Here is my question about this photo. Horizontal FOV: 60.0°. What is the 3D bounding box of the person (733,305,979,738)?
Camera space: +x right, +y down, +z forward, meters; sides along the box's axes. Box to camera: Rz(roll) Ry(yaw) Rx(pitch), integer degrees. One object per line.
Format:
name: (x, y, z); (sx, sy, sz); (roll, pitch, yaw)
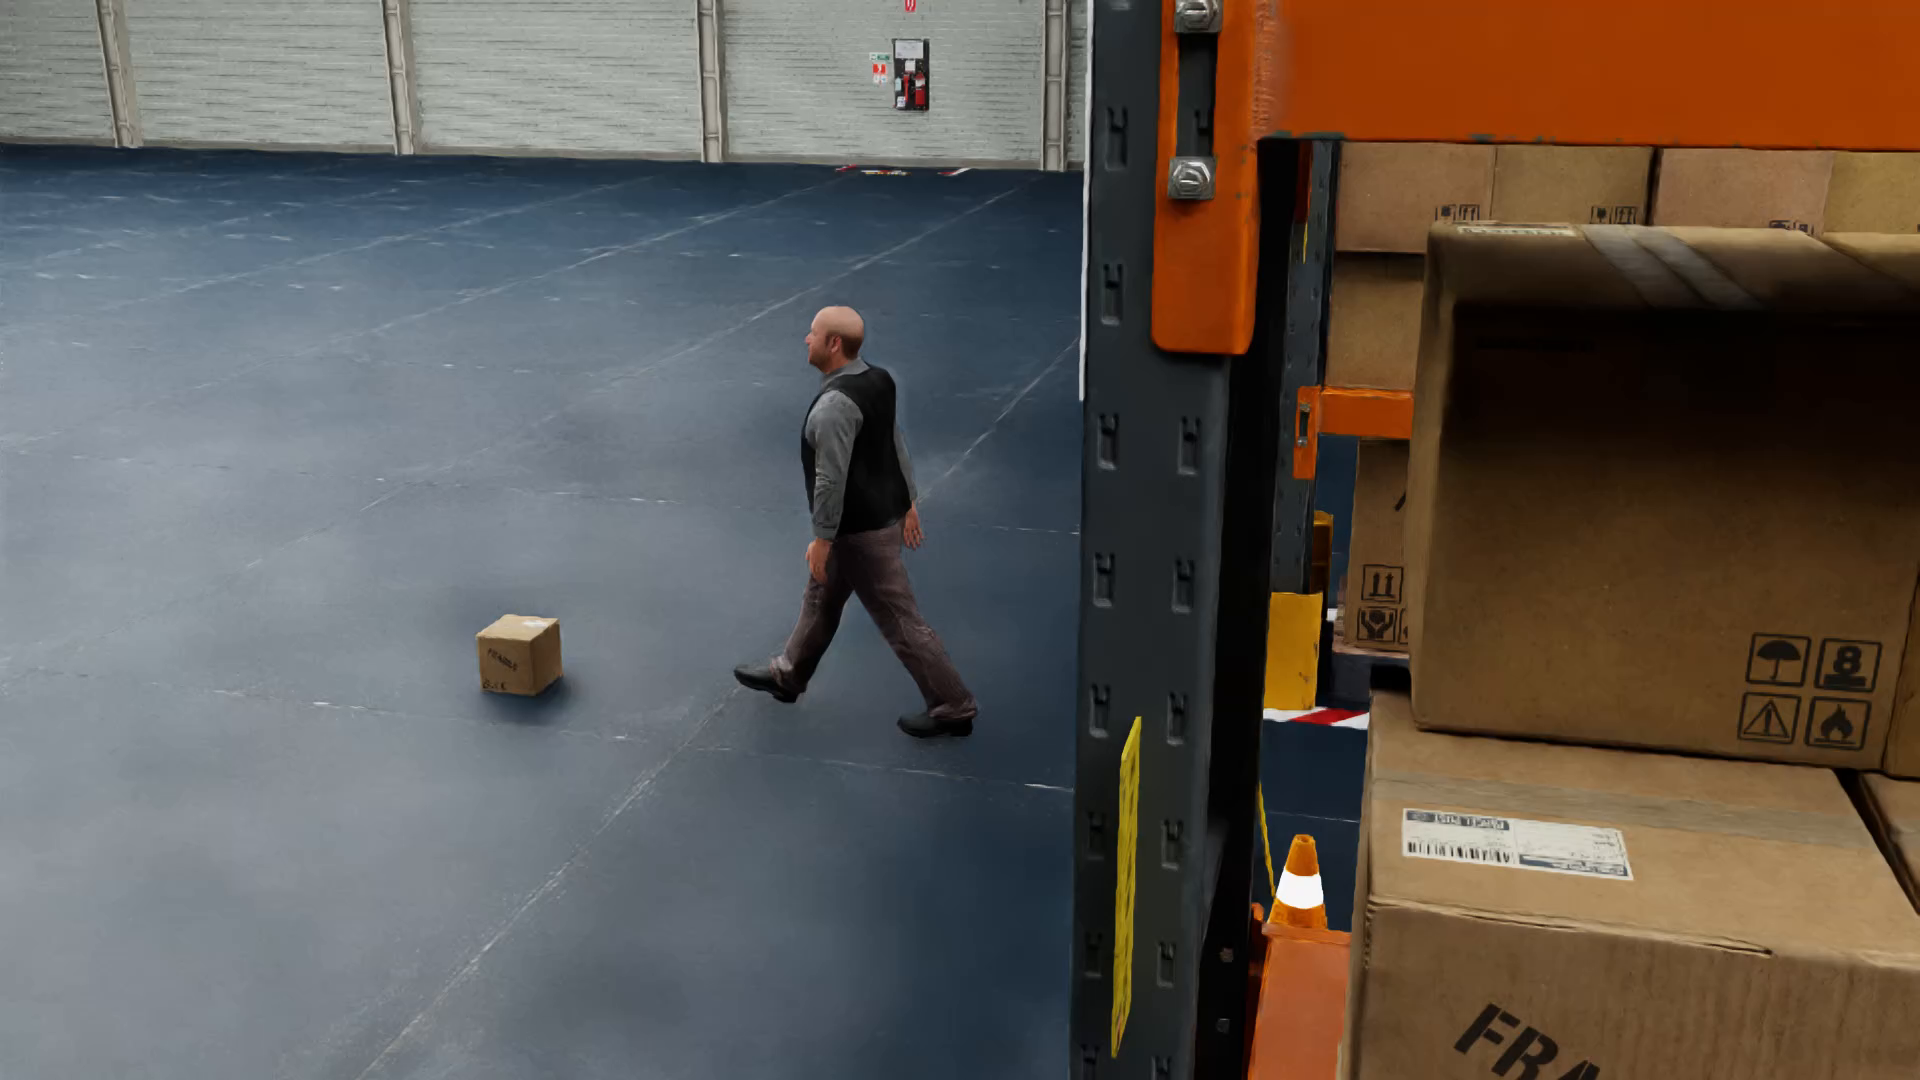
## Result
person: (-0.445, -0.070, 6.339); (1.072, 1.652, 0.553); (4, 19, 12)
